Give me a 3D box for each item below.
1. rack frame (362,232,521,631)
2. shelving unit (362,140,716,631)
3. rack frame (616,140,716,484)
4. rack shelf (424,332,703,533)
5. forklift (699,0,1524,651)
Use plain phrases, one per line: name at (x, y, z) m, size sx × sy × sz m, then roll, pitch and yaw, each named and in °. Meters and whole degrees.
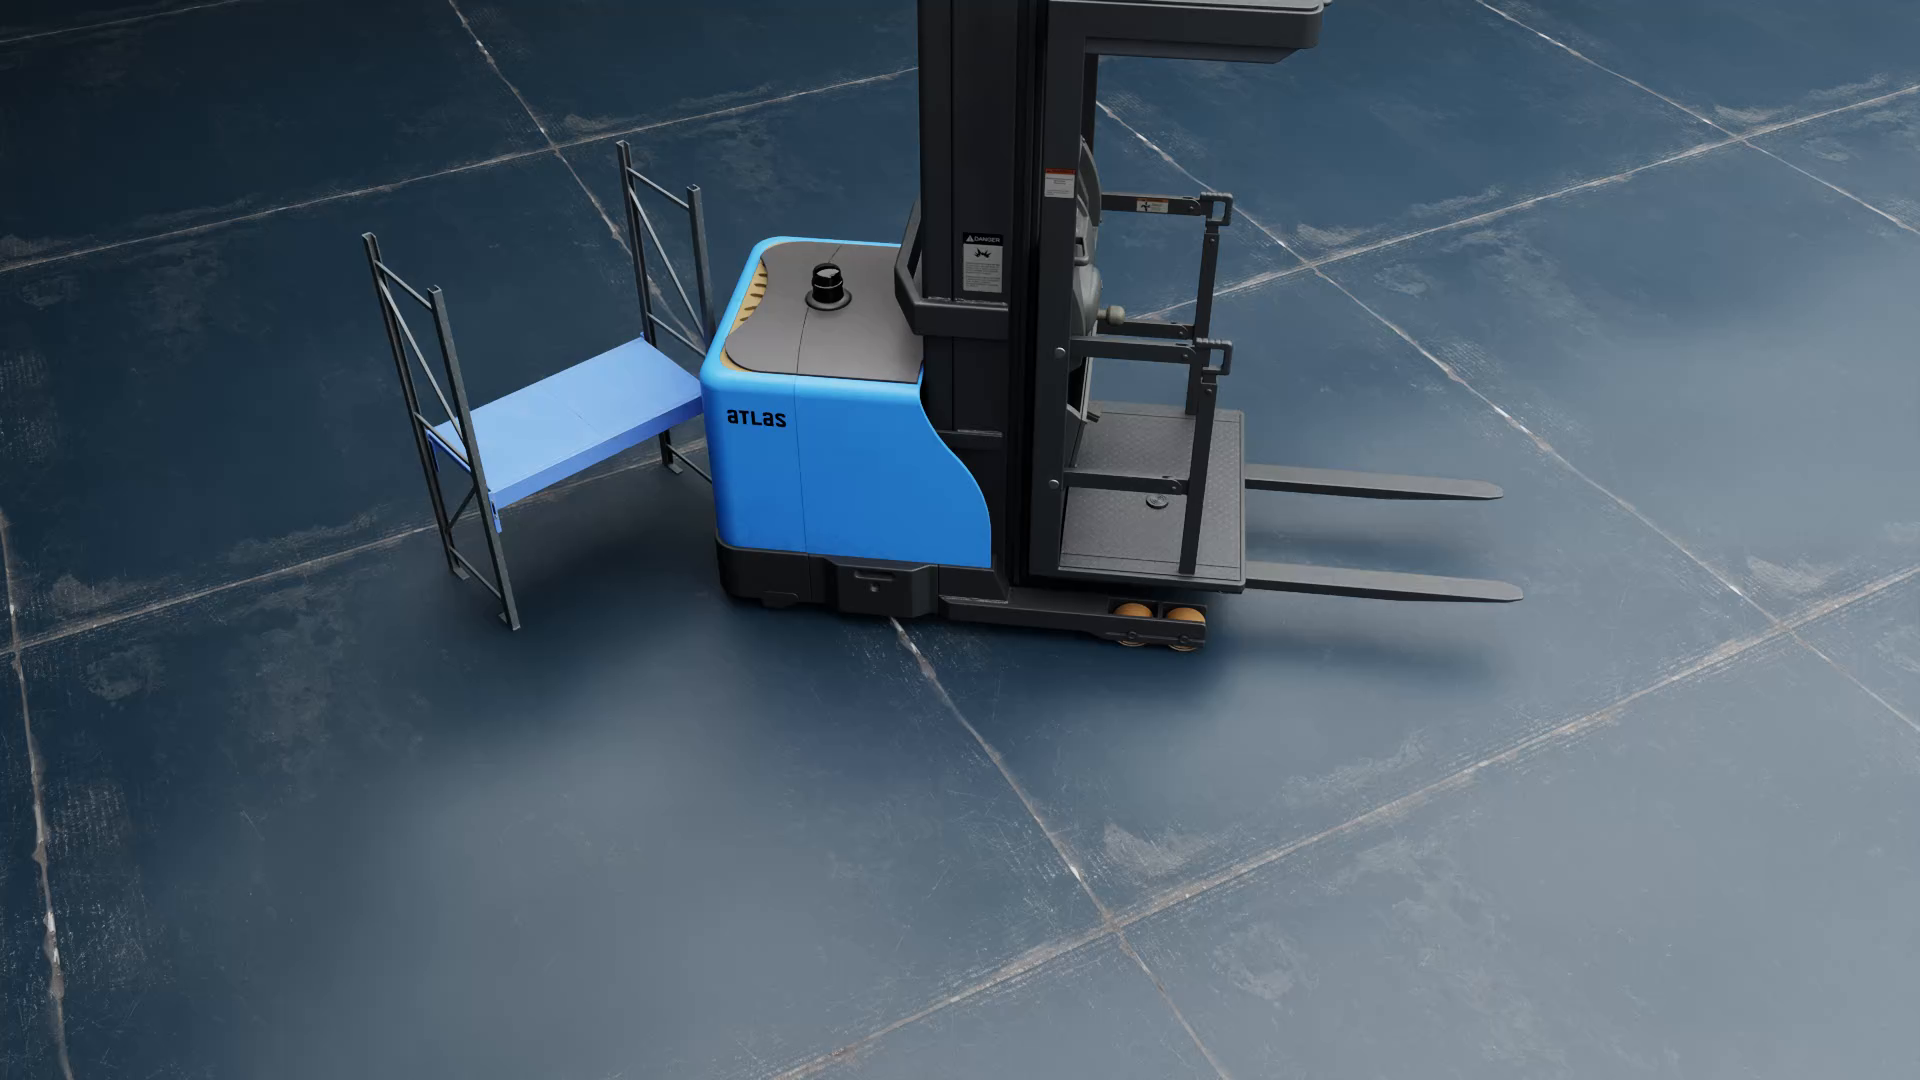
rack frame at (-1.857, -0.351, 6.004) m, size 0.032 × 1.500 × 0.500 m, roll -30°, pitch 49°, yaw -31°
shelving unit at (-1.478, -0.570, 6.263) m, size 1.048 × 1.500 × 0.538 m, roll -30°, pitch 49°, yaw -31°
rack frame at (-1.100, -0.789, 6.521) m, size 0.032 × 1.500 × 0.500 m, roll -30°, pitch 49°, yaw -31°
rack shelf at (-1.478, -0.433, 6.379) m, size 1.000 × 0.185 × 0.538 m, roll -30°, pitch 49°, yaw -31°
forklift at (0.626, -1.068, 5.743) m, size 3.031 × 2.935 × 1.130 m, roll 5°, pitch 40°, yaw 5°
